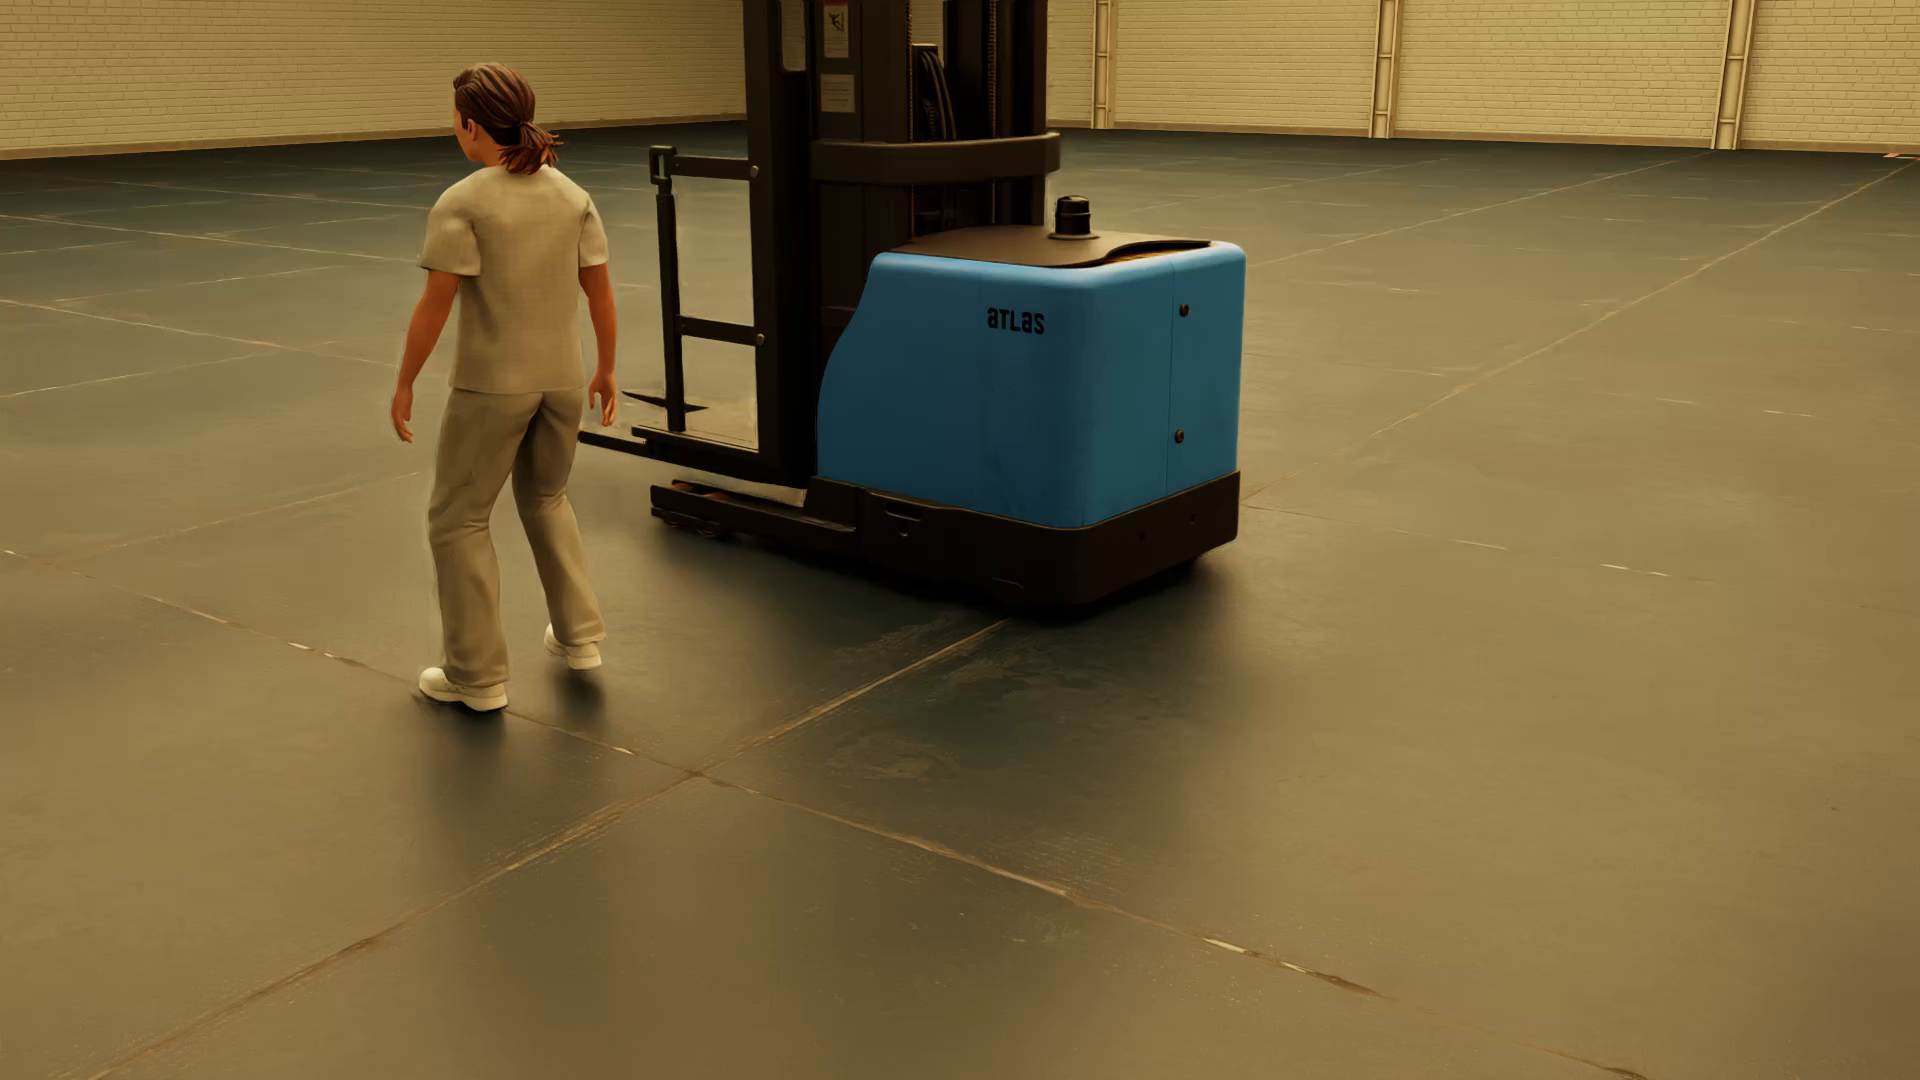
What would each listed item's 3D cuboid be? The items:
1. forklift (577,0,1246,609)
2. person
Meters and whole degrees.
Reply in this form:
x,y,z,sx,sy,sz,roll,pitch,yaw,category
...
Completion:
x,y,z,sx,sy,sz,roll,pitch,yaw,category
-0.505,-1.515,5.900,3.031,2.935,1.130,13,21,37,forklift
-1.180,-0.392,4.363,0.405,1.660,0.613,16,23,42,person
